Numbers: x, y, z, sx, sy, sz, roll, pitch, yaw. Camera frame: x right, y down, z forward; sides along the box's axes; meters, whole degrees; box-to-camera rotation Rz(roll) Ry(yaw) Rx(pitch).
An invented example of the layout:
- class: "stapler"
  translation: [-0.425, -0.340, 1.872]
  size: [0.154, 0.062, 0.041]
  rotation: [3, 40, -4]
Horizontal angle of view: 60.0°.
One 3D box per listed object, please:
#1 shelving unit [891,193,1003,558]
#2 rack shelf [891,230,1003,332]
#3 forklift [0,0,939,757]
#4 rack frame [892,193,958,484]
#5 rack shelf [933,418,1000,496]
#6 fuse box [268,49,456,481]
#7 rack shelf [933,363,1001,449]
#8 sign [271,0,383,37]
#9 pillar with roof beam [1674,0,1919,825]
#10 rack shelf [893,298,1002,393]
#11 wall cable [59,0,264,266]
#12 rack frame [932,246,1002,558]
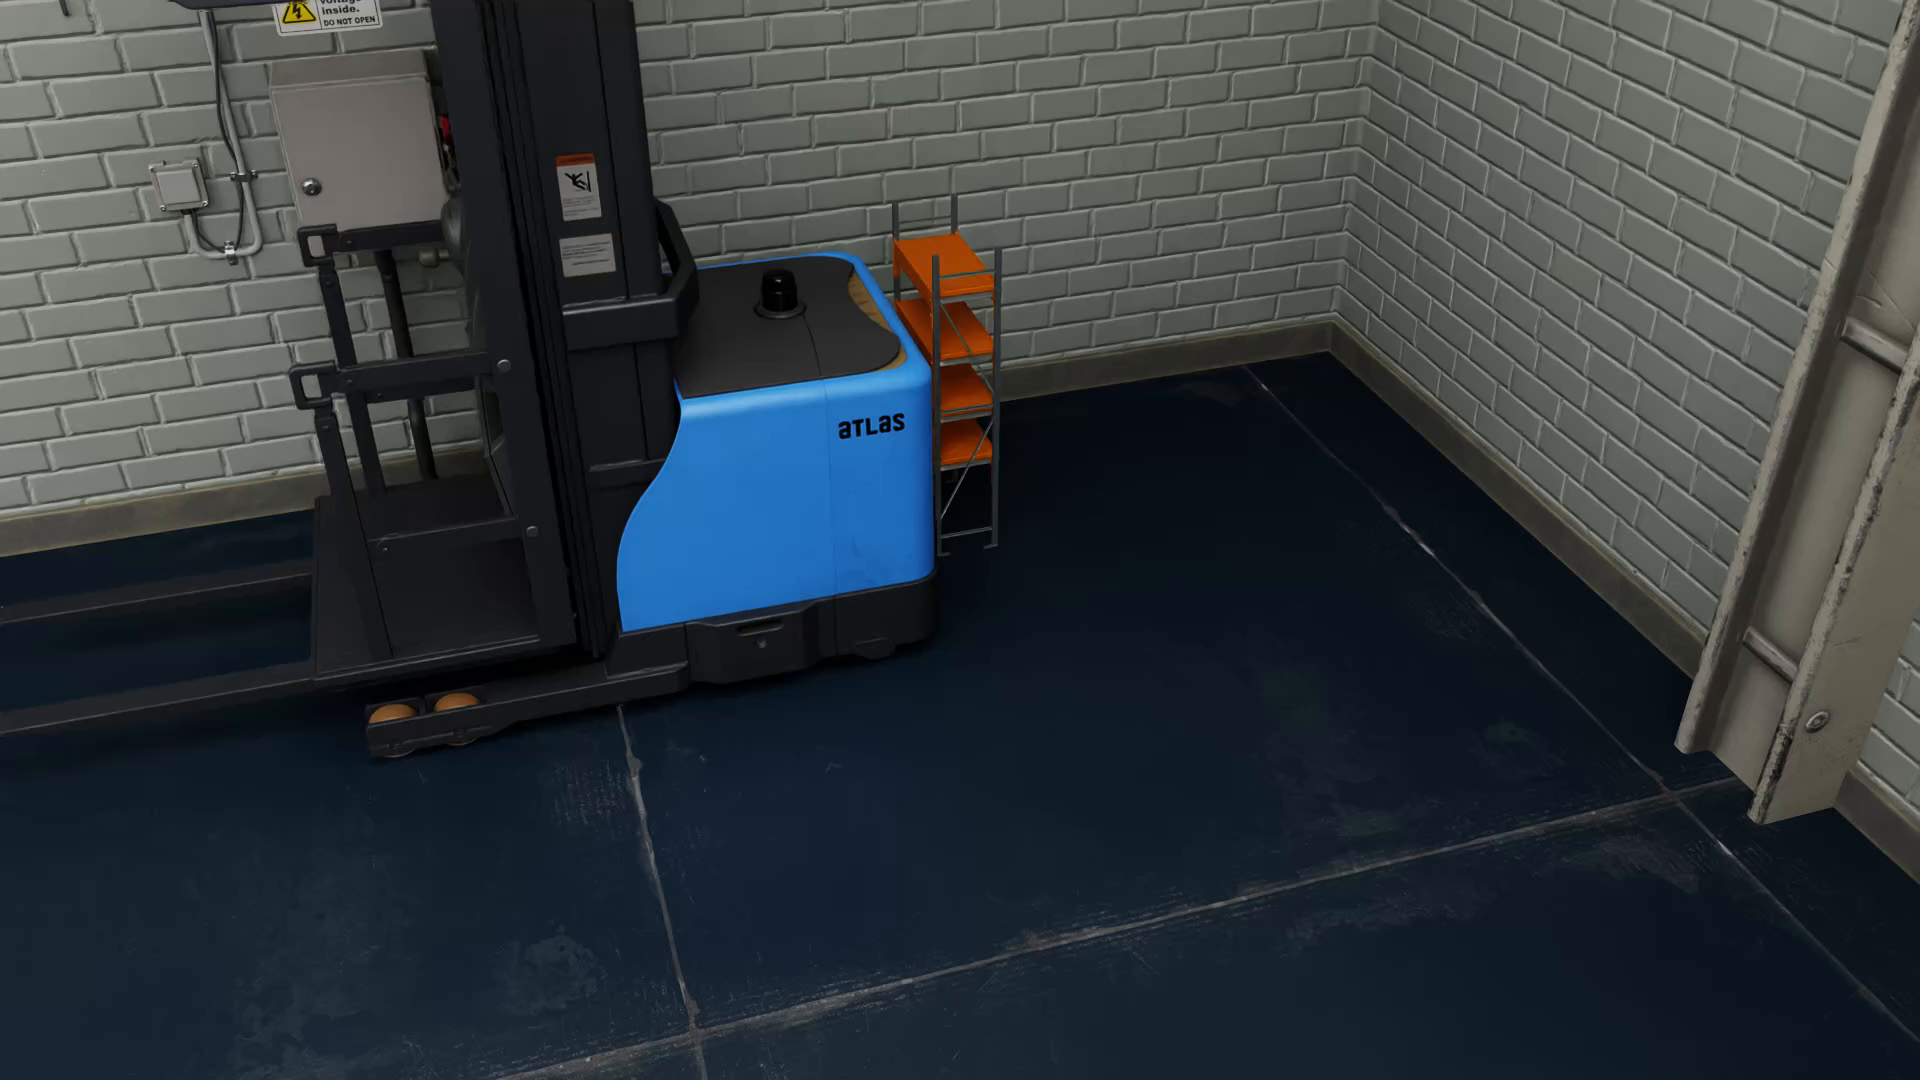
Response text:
- class: "shelving unit"
  translation: [-0.051, -0.588, 6.051]
  size: [0.258, 1.200, 0.503]
  rotation: [-10, 35, -15]
- class: "rack shelf"
  translation: [-0.051, -0.915, 5.834]
  size: [0.258, 0.148, 0.480]
  rotation: [-10, 35, -15]
- class: "forklift"
  translation: [-1.647, -0.867, 4.904]
  size: [3.031, 2.935, 1.130]
  rotation: [-10, 35, -14]
- class: "rack frame"
  translation: [-0.125, -0.716, 6.245]
  size: [0.240, 1.200, 0.015]
  rotation: [-10, 35, -15]
- class: "rack shelf"
  translation: [-0.051, -0.366, 6.197]
  size: [0.258, 0.148, 0.480]
  rotation: [-10, 35, -15]
- class: "fuse box"
  translation: [-1.991, -0.821, 5.941]
  size: [0.539, 1.711, 0.414]
  rotation: [-10, 35, -15]
- class: "rack shelf"
  translation: [-0.051, -0.531, 6.088]
  size: [0.258, 0.148, 0.480]
  rotation: [-10, 35, -15]
- class: "sign"
  translation: [-2.107, -1.803, 5.508]
  size: [0.339, 0.242, 0.001]
  rotation: [-10, 35, -15]
- class: "pillar with roof beam"
  translation: [-1.632, -2.308, 1.581]
  size: [9.100, 9.000, 0.400]
  rotation: [-10, 35, -15]
- class: "rack shelf"
  translation: [-0.051, -0.718, 5.965]
  size: [0.258, 0.148, 0.480]
  rotation: [-10, 35, -15]
- class: "wall cable"
  translation: [-2.689, -1.751, 5.257]
  size: [0.588, 1.984, 0.122]
  rotation: [-10, 35, -15]
- class: "rack frame"
  translation: [0.024, -0.459, 5.857]
  size: [0.240, 1.200, 0.015]
  rotation: [-10, 35, -15]
